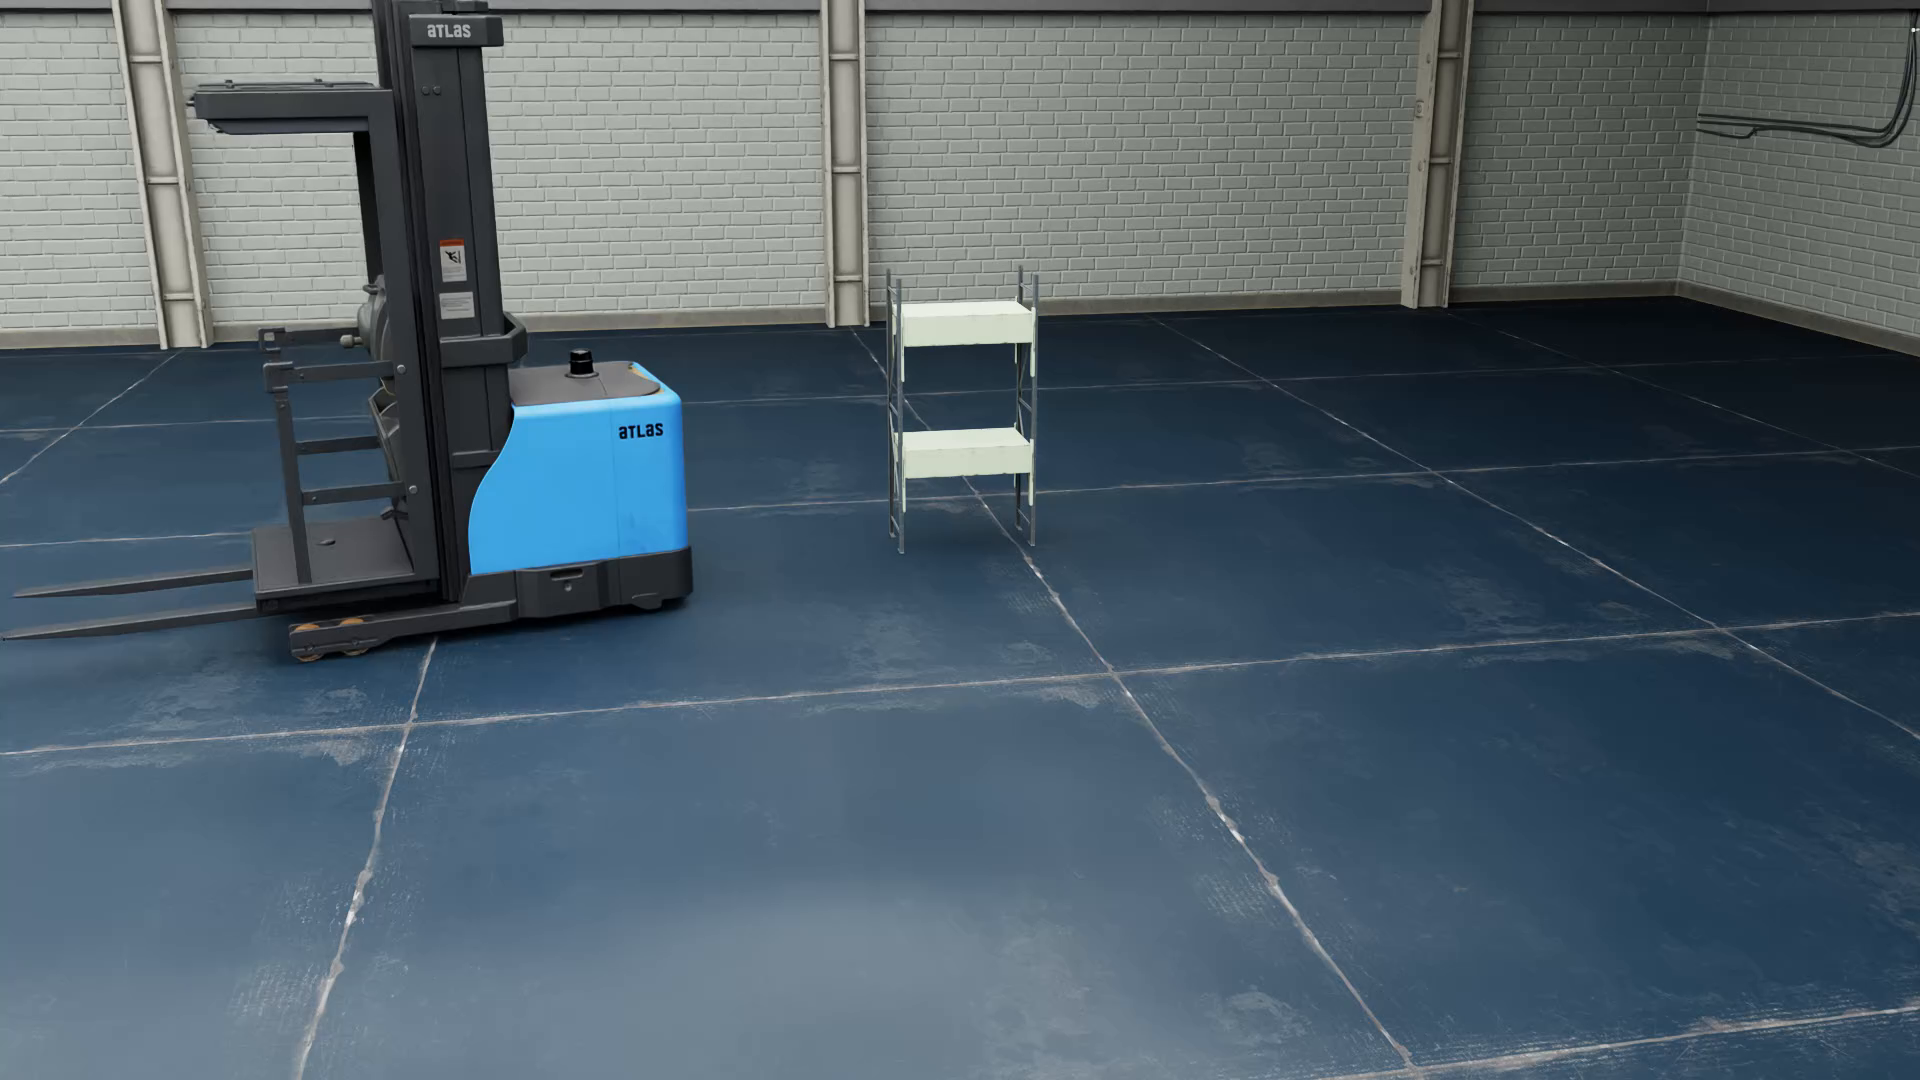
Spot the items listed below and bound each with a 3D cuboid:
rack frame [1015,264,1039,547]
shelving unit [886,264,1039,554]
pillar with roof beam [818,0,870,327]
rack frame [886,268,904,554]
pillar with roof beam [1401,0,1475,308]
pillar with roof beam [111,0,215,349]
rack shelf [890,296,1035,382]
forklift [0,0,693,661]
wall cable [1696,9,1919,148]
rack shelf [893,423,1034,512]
[{"bbox_3d":[0.366,-0.738,9.159,0.023,1.500,0.400,-3,17,-10],"label":"rack frame"},{"bbox_3d":[0.007,-0.717,9.093,0.755,1.500,0.431,-3,17,-10],"label":"shelving unit"},{"bbox_3d":[-0.273,-5.155,10.770,0.400,9.000,9.100,-3,17,-10],"label":"pillar with roof beam"},{"bbox_3d":[-0.353,-0.697,9.026,0.023,1.500,0.400,-3,17,-10],"label":"rack frame"},{"bbox_3d":[5.618,-5.489,11.858,0.400,9.000,9.100,-3,17,-10],"label":"pillar with roof beam"},{"bbox_3d":[-6.164,-4.821,9.682,0.400,9.000,9.100,-3,17,-10],"label":"pillar with roof beam"},{"bbox_3d":[0.007,-1.090,8.978,0.720,0.370,0.431,-3,17,-10],"label":"rack shelf"},{"bbox_3d":[-2.888,-1.028,7.666,3.031,2.935,1.130,-7,18,-22],"label":"forklift"},{"bbox_3d":[7.945,-5.029,15.647,0.112,2.526,3.097,-3,17,-10],"label":"wall cable"},{"bbox_3d":[0.007,-0.406,9.189,0.720,0.370,0.431,-3,17,-10],"label":"rack shelf"}]
